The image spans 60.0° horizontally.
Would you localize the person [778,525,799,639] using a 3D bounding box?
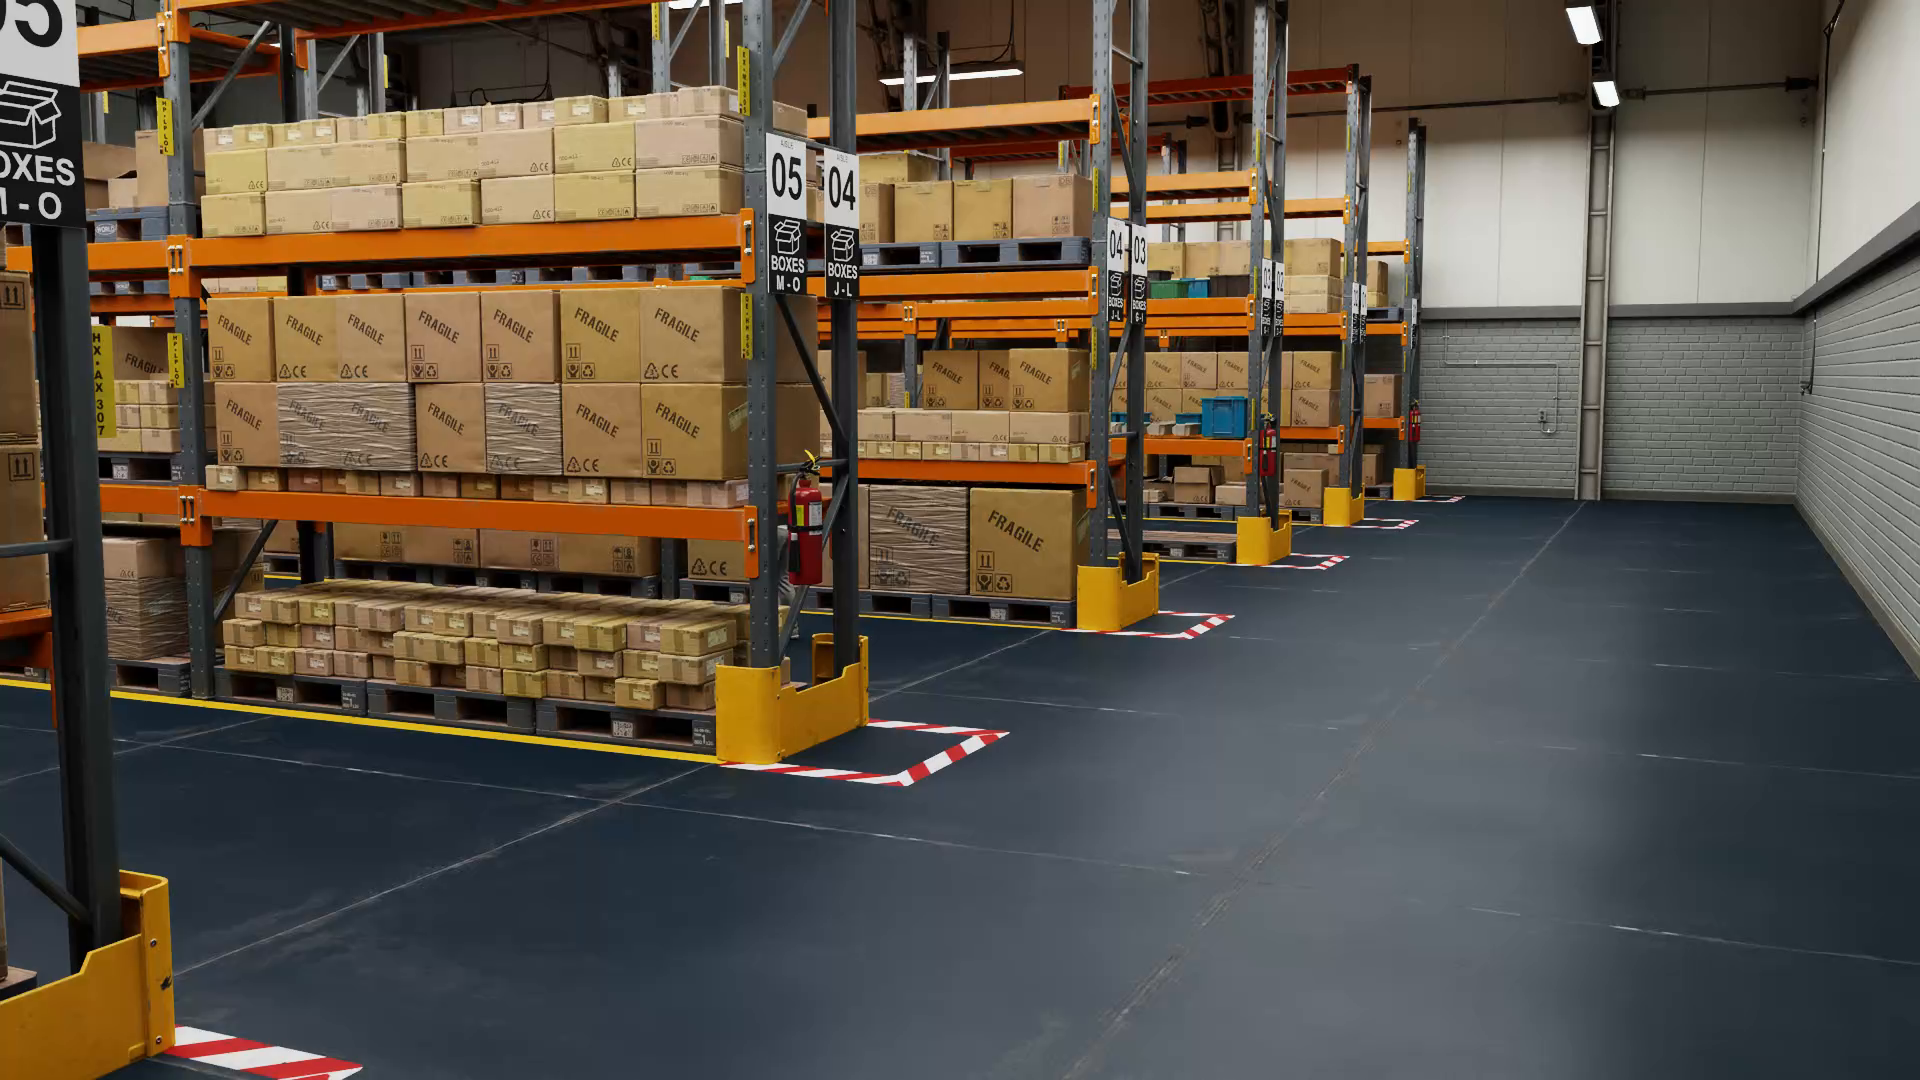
[{"bbox_3d":[-1.384,-0.062,12.386,0.372,1.663,0.529,3,6,24],"label":"person"}]
